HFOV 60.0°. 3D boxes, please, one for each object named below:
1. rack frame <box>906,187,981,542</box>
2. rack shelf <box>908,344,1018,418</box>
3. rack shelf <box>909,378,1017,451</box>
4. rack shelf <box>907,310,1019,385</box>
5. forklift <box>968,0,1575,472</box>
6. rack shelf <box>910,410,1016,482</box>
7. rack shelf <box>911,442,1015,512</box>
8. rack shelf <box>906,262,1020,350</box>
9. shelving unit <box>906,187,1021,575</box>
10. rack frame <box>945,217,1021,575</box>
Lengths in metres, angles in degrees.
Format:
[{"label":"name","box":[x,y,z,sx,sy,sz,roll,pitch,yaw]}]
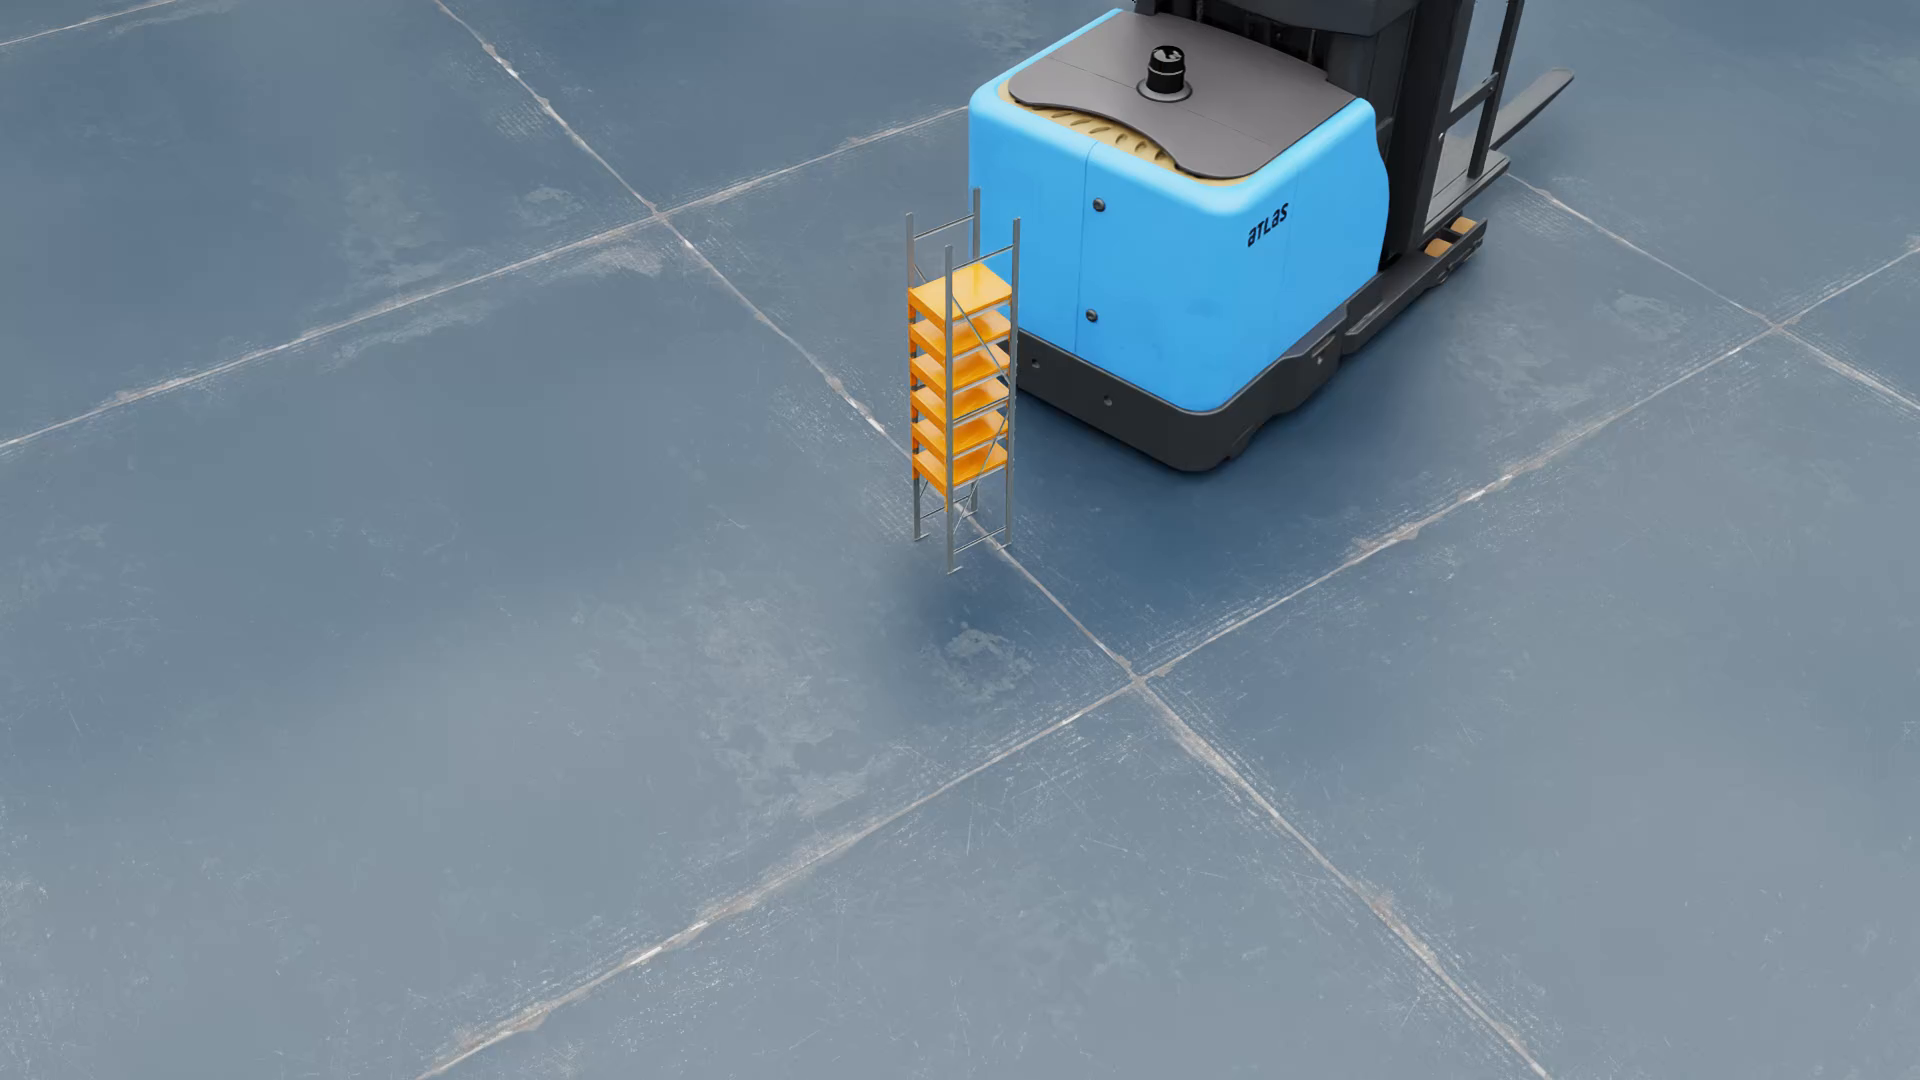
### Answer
[{"label":"rack frame","box":[-0.044,-0.478,4.881,0.240,1.200,0.006,-26,49,-24]},{"label":"rack shelf","box":[0.008,-0.480,4.775,0.258,0.103,0.180,-26,49,-24]},{"label":"rack shelf","box":[0.008,-0.394,4.858,0.258,0.103,0.180,-26,49,-24]},{"label":"rack shelf","box":[0.008,-0.567,4.692,0.258,0.103,0.180,-26,49,-24]},{"label":"forklift","box":[1.352,-2.227,5.460,1.130,2.935,3.031,31,51,28]},{"label":"rack shelf","box":[0.008,-0.307,4.941,0.258,0.103,0.180,-26,49,-24]},{"label":"rack shelf","box":[0.008,-0.220,5.024,0.258,0.103,0.180,-26,49,-24]},{"label":"rack shelf","box":[0.008,-0.654,4.609,0.258,0.103,0.180,-26,49,-24]},{"label":"shelving unit","box":[0.008,-0.426,4.827,0.258,1.200,0.189,-26,49,-24]},{"label":"rack frame","box":[0.061,-0.374,4.773,0.240,1.200,0.006,-26,49,-24]}]
